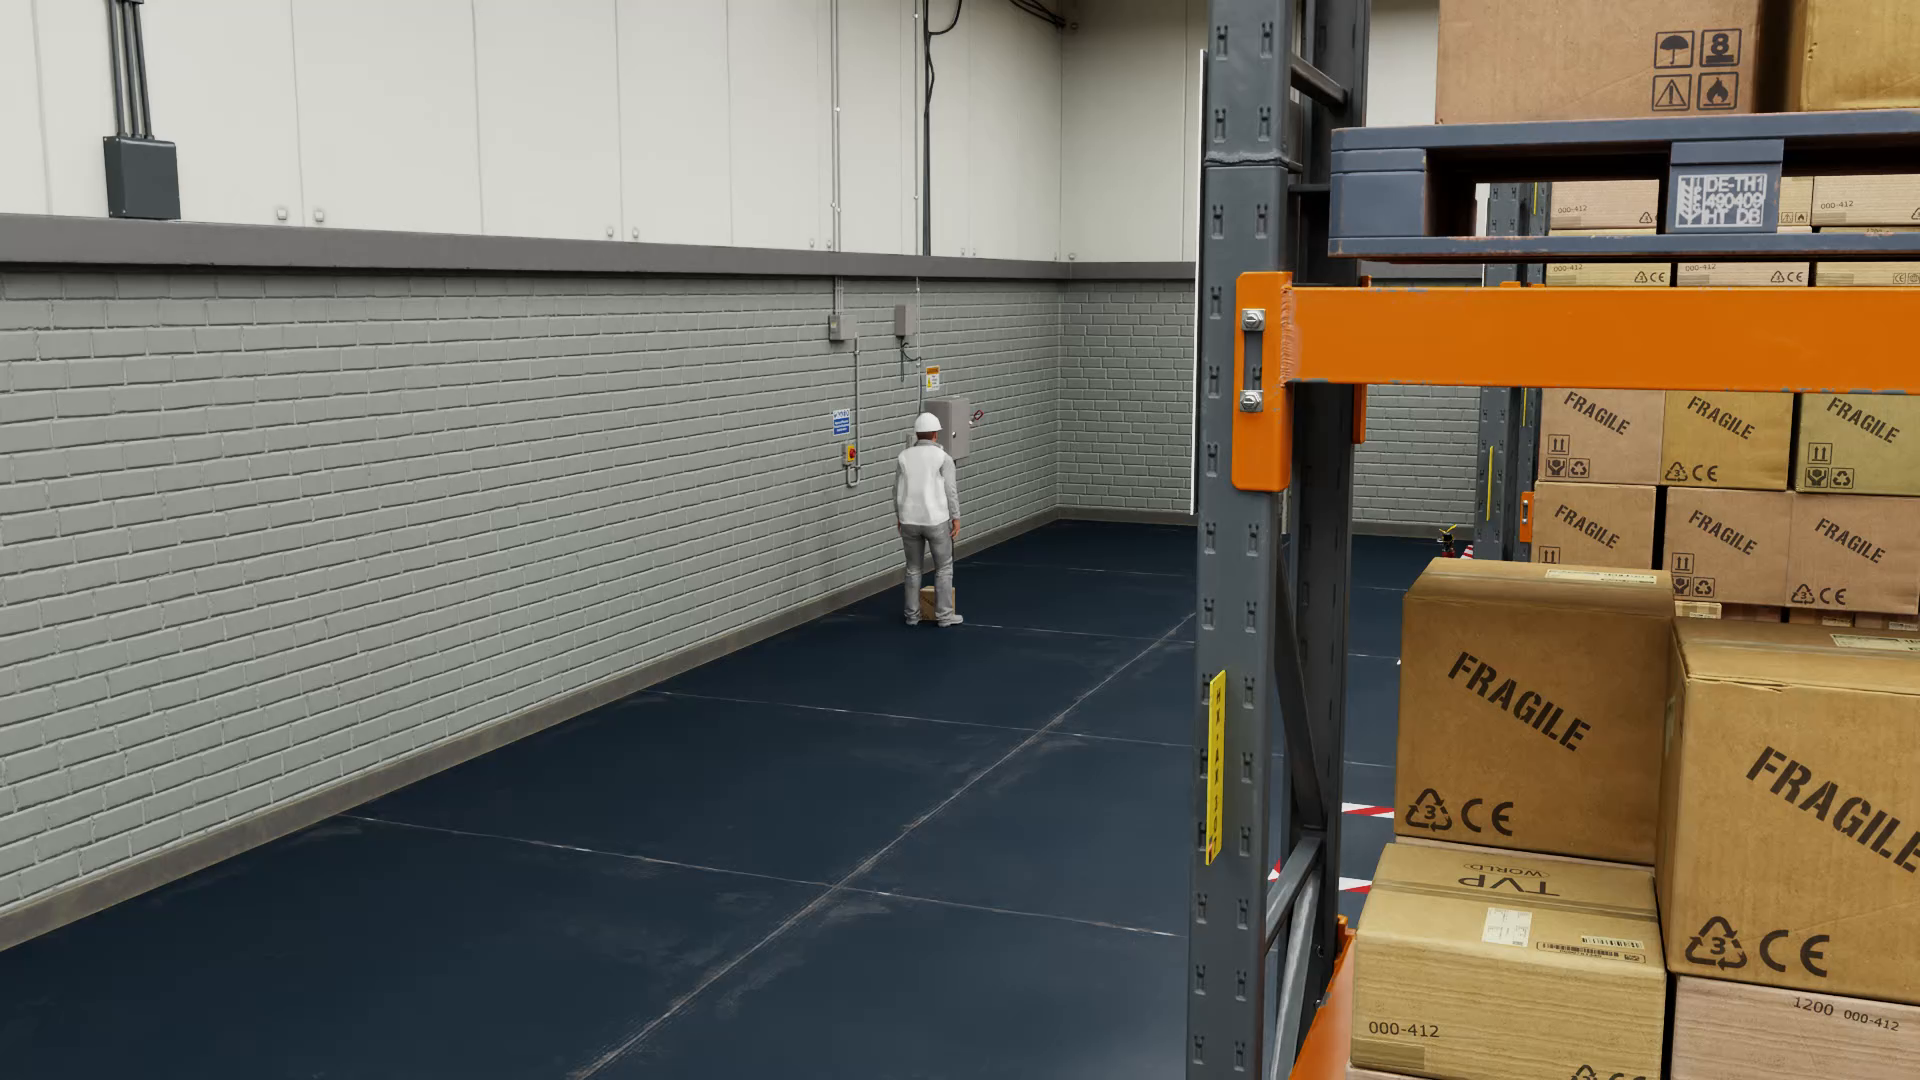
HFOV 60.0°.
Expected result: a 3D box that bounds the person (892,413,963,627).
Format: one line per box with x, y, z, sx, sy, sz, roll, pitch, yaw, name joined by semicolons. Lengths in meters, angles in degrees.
-0.277;-0.170;13.884;0.580;1.771;0.462;3;9;21;person
